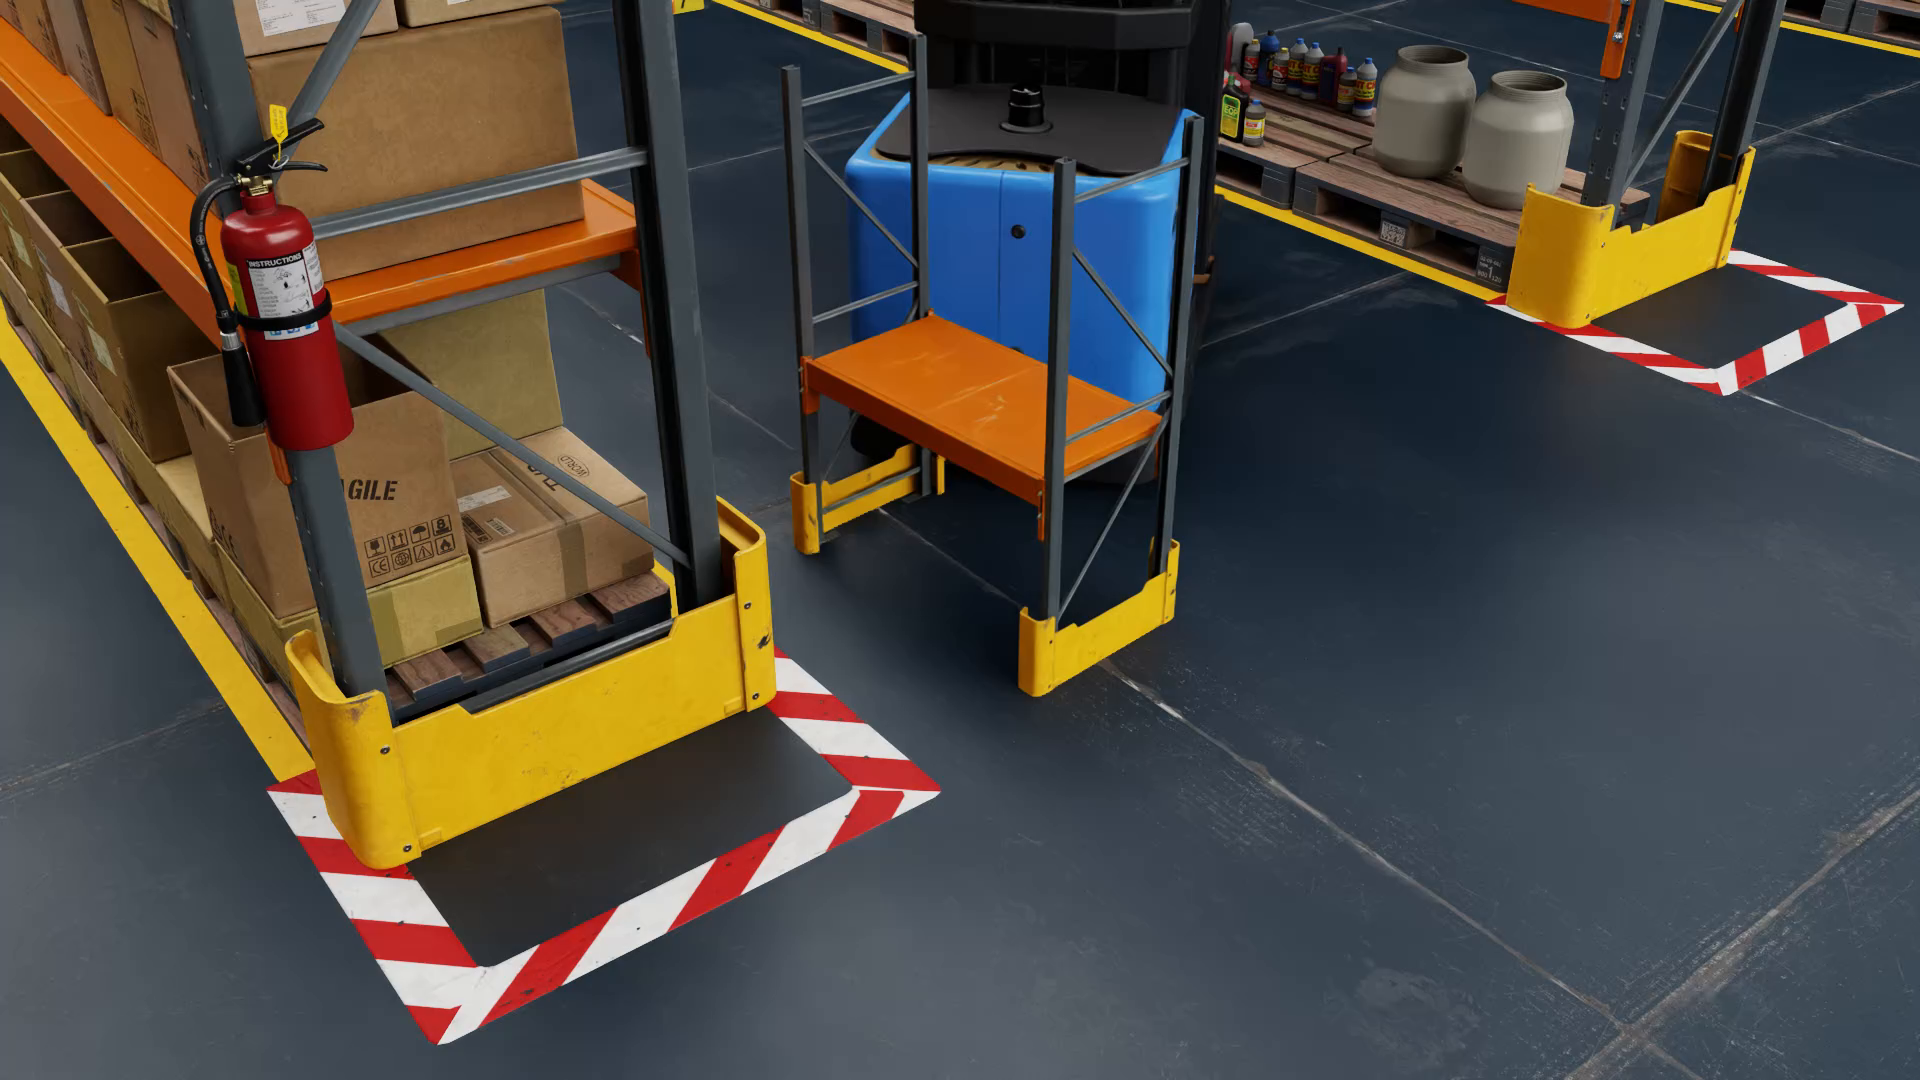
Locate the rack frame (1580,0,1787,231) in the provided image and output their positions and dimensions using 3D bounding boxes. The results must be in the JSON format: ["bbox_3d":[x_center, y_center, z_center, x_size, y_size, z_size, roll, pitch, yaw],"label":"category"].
[{"bbox_3d":[2.855,-2.343,6.179,1.000,3.000,0.127,-22,38,-31],"label":"rack frame"}]

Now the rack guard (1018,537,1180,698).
[{"bbox_3d":[0.394,0.209,4.677,0.587,0.250,0.087,-26,40,-35],"label":"rack guard"}]

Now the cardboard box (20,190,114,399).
[{"bbox_3d":[-2.554,-0.819,5.222,0.500,0.500,0.500,-22,38,-31],"label":"cardboard box"}]

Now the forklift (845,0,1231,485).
[{"bbox_3d":[0.459,-2.191,5.999,1.130,2.935,3.031,7,33,11],"label":"forklift"}]

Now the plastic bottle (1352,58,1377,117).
[{"bbox_3d":[1.990,-2.227,8.161,0.097,0.271,0.097,0,32,0],"label":"plastic bottle"}]

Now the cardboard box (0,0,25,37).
[{"bbox_3d":[-2.907,-2.051,5.614,0.700,0.500,0.500,-23,38,-32],"label":"cardboard box"}]

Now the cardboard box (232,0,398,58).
[{"bbox_3d":[-1.444,-1.157,3.561,0.380,0.149,0.250,-23,39,-32],"label":"cardboard box"}]

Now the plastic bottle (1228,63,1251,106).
[{"bbox_3d":[1.334,-2.148,8.023,0.061,0.283,0.133,-22,38,-31],"label":"plastic bottle"}]

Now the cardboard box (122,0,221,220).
[{"bbox_3d":[-1.662,-1.200,4.244,0.700,0.500,0.500,-21,38,-30],"label":"cardboard box"}]

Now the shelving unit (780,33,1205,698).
[{"bbox_3d":[0.054,-0.514,4.657,0.587,1.500,1.083,-26,40,-35],"label":"shelving unit"}]

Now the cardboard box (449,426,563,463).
[{"bbox_3d":[-1.522,-0.255,5.025,0.500,0.250,0.500,-22,38,-31],"label":"cardboard box"}]

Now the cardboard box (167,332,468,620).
[{"bbox_3d":[-1.623,-0.198,4.223,0.500,0.500,0.500,-22,38,-31],"label":"cardboard box"}]

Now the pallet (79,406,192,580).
[{"bbox_3d":[-2.306,-0.370,5.646,1.003,0.211,1.213,-22,38,-31],"label":"pallet"}]

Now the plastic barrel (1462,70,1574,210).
[{"bbox_3d":[2.392,-1.714,7.126,0.421,0.512,0.421,0,32,0],"label":"plastic barrel"}]

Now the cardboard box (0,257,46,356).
[{"bbox_3d":[-3.165,-0.918,6.092,0.500,0.250,0.500,-22,38,-31],"label":"cardboard box"}]

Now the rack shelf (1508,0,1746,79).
[{"bbox_3d":[1.629,-2.871,7.711,1.077,0.370,4.000,-22,38,-31],"label":"rack shelf"}]

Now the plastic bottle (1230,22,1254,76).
[{"bbox_3d":[1.437,-2.581,8.727,0.152,0.276,0.135,-22,38,-31],"label":"plastic bottle"}]

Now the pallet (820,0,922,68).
[{"bbox_3d":[-0.110,-3.140,10.105,1.003,0.211,1.213,-22,38,-31],"label":"pallet"}]

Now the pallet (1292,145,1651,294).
[{"bbox_3d":[2.278,-1.515,7.489,1.003,0.211,1.213,-22,38,-31],"label":"pallet"}]

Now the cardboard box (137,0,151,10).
[{"bbox_3d":[-1.763,-1.372,3.907,0.380,0.149,0.250,-23,38,-32],"label":"cardboard box"}]

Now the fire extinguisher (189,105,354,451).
[{"bbox_3d":[-1.354,-0.509,3.300,0.296,0.674,0.183,-22,38,-31],"label":"fire extinguisher"}]

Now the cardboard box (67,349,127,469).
[{"bbox_3d":[-2.551,-0.501,5.422,0.500,0.250,0.500,-22,38,-31],"label":"cardboard box"}]

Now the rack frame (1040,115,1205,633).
[{"bbox_3d":[0.407,-0.315,4.336,0.500,1.500,0.032,-26,40,-35],"label":"rack frame"}]

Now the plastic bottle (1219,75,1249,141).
[{"bbox_3d":[1.297,-2.042,7.852,0.061,0.283,0.133,-21,38,-30],"label":"plastic bottle"}]

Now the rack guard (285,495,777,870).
[{"bbox_3d":[-1.045,0.330,4.244,1.175,0.500,0.348,-22,38,-31],"label":"rack guard"}]

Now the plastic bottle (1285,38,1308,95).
[{"bbox_3d":[1.718,-2.411,8.459,0.097,0.271,0.097,0,32,0],"label":"plastic bottle"}]

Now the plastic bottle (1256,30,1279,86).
[{"bbox_3d":[1.594,-2.496,8.595,0.097,0.271,0.097,0,32,0],"label":"plastic bottle"}]

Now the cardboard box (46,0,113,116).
[{"bbox_3d":[-2.287,-1.627,4.932,0.700,0.500,0.500,-21,38,-30],"label":"cardboard box"}]

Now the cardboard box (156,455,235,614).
[{"bbox_3d":[-1.938,-0.084,4.751,0.500,0.250,0.500,-22,38,-31],"label":"cardboard box"}]

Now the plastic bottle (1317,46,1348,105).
[{"bbox_3d":[1.865,-2.332,8.320,0.061,0.283,0.133,-22,38,-31],"label":"plastic bottle"}]

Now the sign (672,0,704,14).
[{"bbox_3d":[-0.617,-1.320,3.637,0.100,0.325,0.005,-22,38,-31],"label":"sign"}]

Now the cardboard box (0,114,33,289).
[{"bbox_3d":[-3.163,-1.237,5.896,0.500,0.500,0.500,-22,38,-31],"label":"cardboard box"}]

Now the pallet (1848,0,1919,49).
[{"bbox_3d":[6.251,-3.142,10.109,1.003,0.211,1.213,-22,38,-31],"label":"pallet"}]
